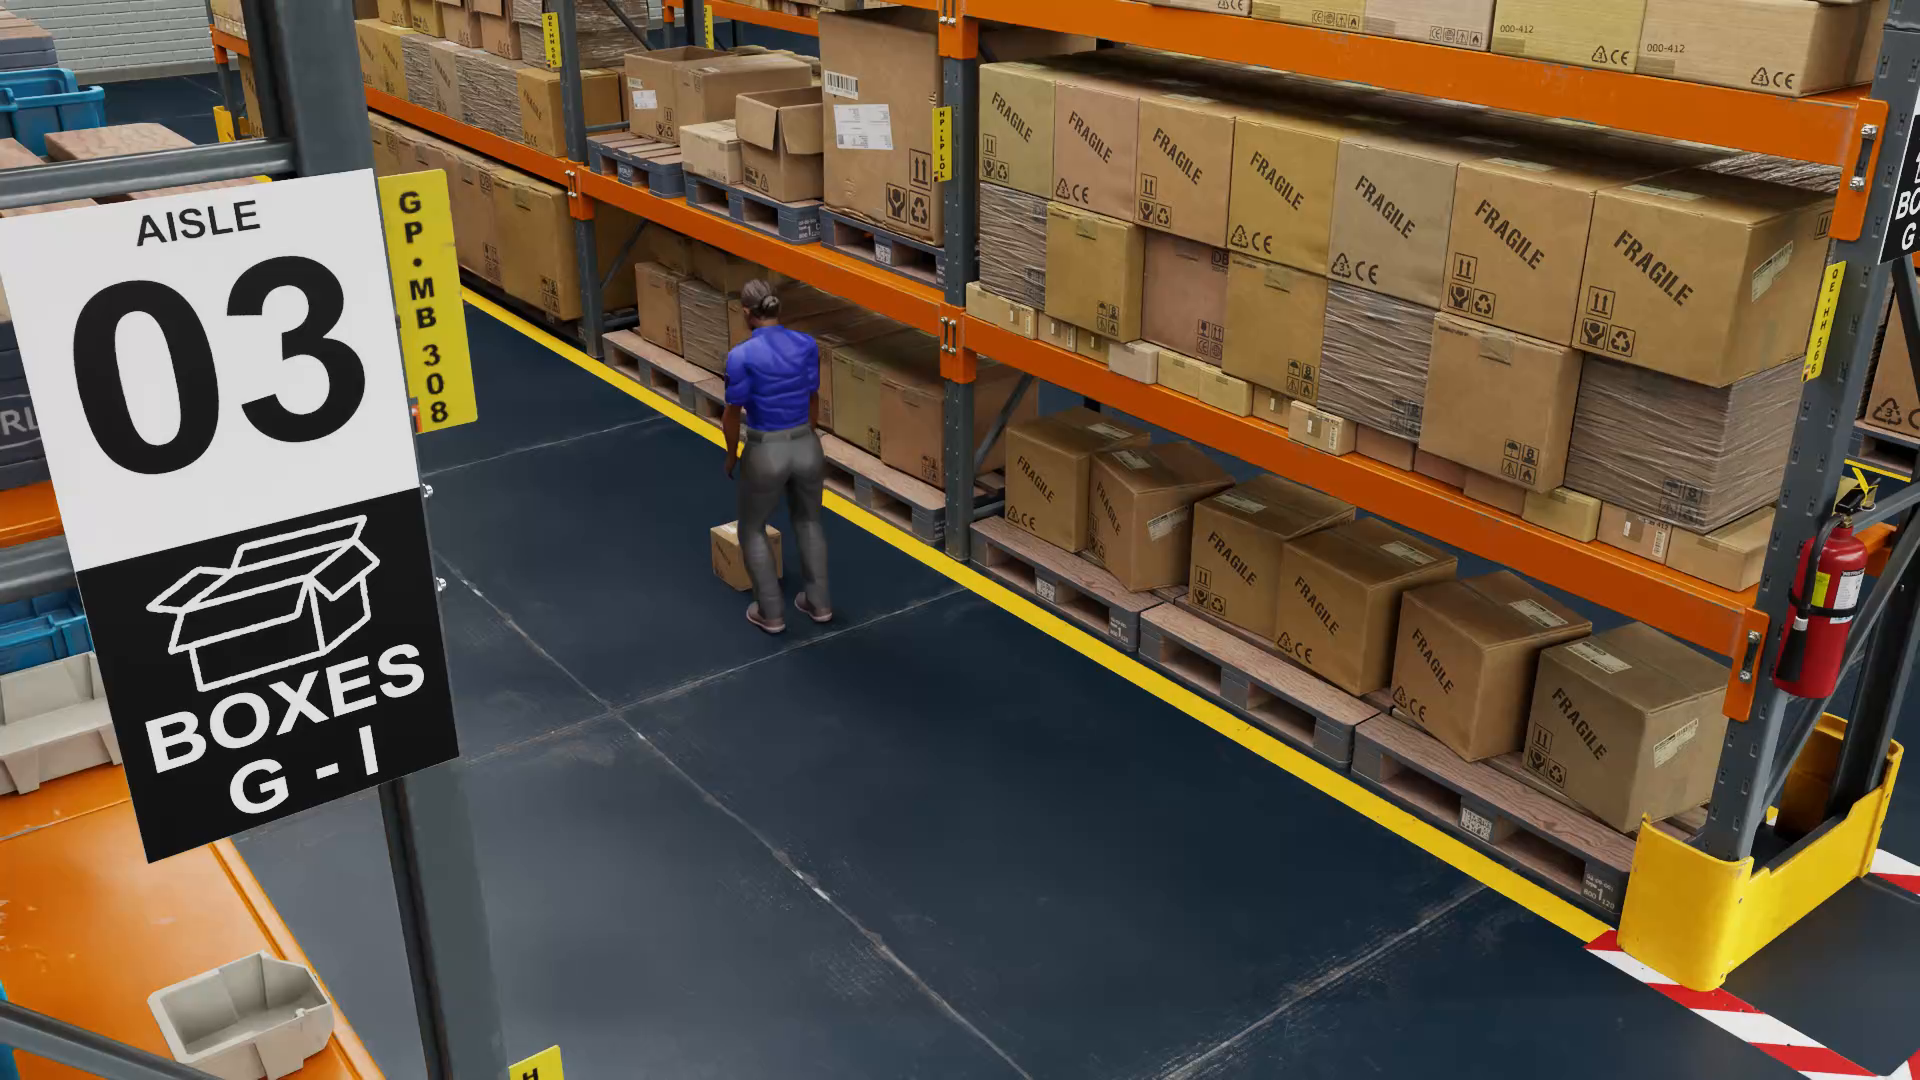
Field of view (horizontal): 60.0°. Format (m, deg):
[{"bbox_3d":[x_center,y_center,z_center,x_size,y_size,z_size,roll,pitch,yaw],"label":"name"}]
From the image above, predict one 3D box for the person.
[{"bbox_3d":[-0.832,-0.358,7.449,0.454,1.618,0.367,-12,27,-24],"label":"person"}]
